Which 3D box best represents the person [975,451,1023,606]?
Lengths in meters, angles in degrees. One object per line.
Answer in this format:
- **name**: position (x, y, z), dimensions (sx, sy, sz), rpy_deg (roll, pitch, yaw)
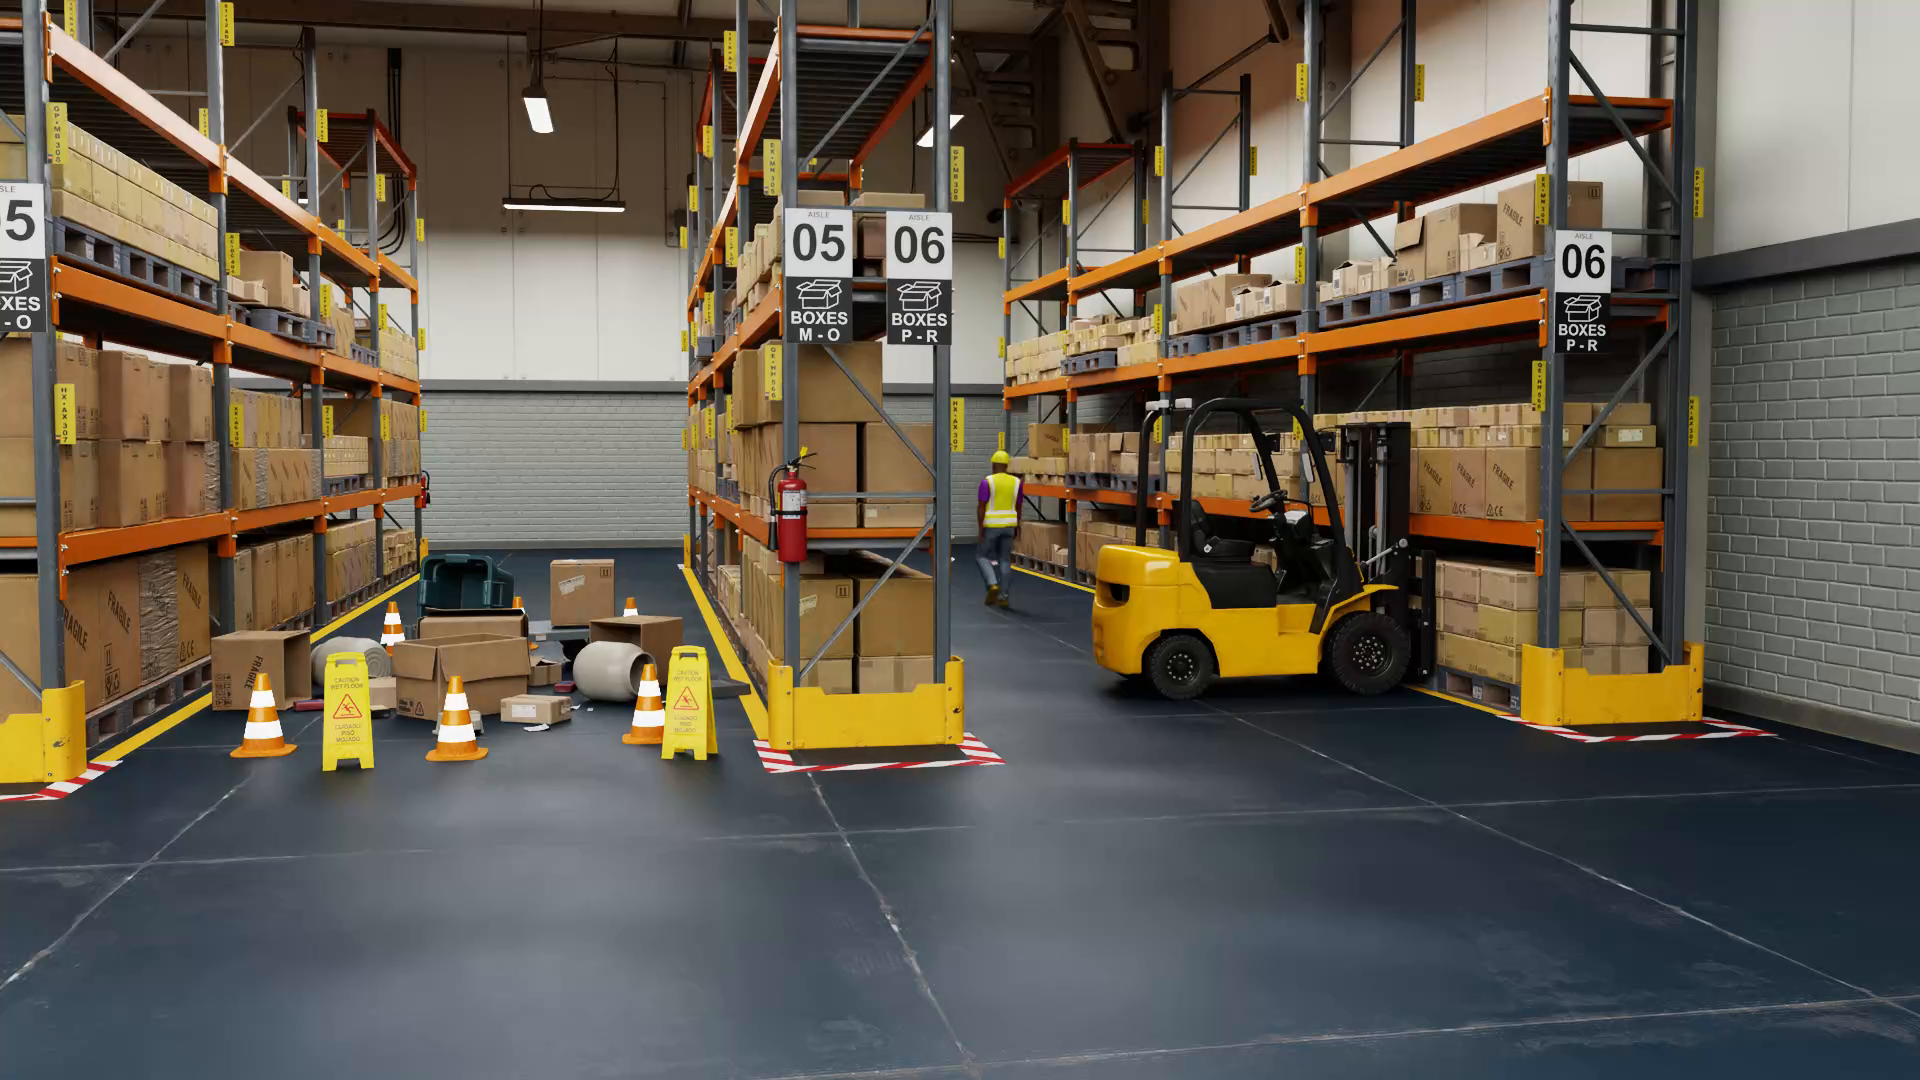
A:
- **person**: position (0.438, -0.133, 19.031), dimensions (0.580, 1.775, 0.449), rpy_deg (-1, 3, -20)
